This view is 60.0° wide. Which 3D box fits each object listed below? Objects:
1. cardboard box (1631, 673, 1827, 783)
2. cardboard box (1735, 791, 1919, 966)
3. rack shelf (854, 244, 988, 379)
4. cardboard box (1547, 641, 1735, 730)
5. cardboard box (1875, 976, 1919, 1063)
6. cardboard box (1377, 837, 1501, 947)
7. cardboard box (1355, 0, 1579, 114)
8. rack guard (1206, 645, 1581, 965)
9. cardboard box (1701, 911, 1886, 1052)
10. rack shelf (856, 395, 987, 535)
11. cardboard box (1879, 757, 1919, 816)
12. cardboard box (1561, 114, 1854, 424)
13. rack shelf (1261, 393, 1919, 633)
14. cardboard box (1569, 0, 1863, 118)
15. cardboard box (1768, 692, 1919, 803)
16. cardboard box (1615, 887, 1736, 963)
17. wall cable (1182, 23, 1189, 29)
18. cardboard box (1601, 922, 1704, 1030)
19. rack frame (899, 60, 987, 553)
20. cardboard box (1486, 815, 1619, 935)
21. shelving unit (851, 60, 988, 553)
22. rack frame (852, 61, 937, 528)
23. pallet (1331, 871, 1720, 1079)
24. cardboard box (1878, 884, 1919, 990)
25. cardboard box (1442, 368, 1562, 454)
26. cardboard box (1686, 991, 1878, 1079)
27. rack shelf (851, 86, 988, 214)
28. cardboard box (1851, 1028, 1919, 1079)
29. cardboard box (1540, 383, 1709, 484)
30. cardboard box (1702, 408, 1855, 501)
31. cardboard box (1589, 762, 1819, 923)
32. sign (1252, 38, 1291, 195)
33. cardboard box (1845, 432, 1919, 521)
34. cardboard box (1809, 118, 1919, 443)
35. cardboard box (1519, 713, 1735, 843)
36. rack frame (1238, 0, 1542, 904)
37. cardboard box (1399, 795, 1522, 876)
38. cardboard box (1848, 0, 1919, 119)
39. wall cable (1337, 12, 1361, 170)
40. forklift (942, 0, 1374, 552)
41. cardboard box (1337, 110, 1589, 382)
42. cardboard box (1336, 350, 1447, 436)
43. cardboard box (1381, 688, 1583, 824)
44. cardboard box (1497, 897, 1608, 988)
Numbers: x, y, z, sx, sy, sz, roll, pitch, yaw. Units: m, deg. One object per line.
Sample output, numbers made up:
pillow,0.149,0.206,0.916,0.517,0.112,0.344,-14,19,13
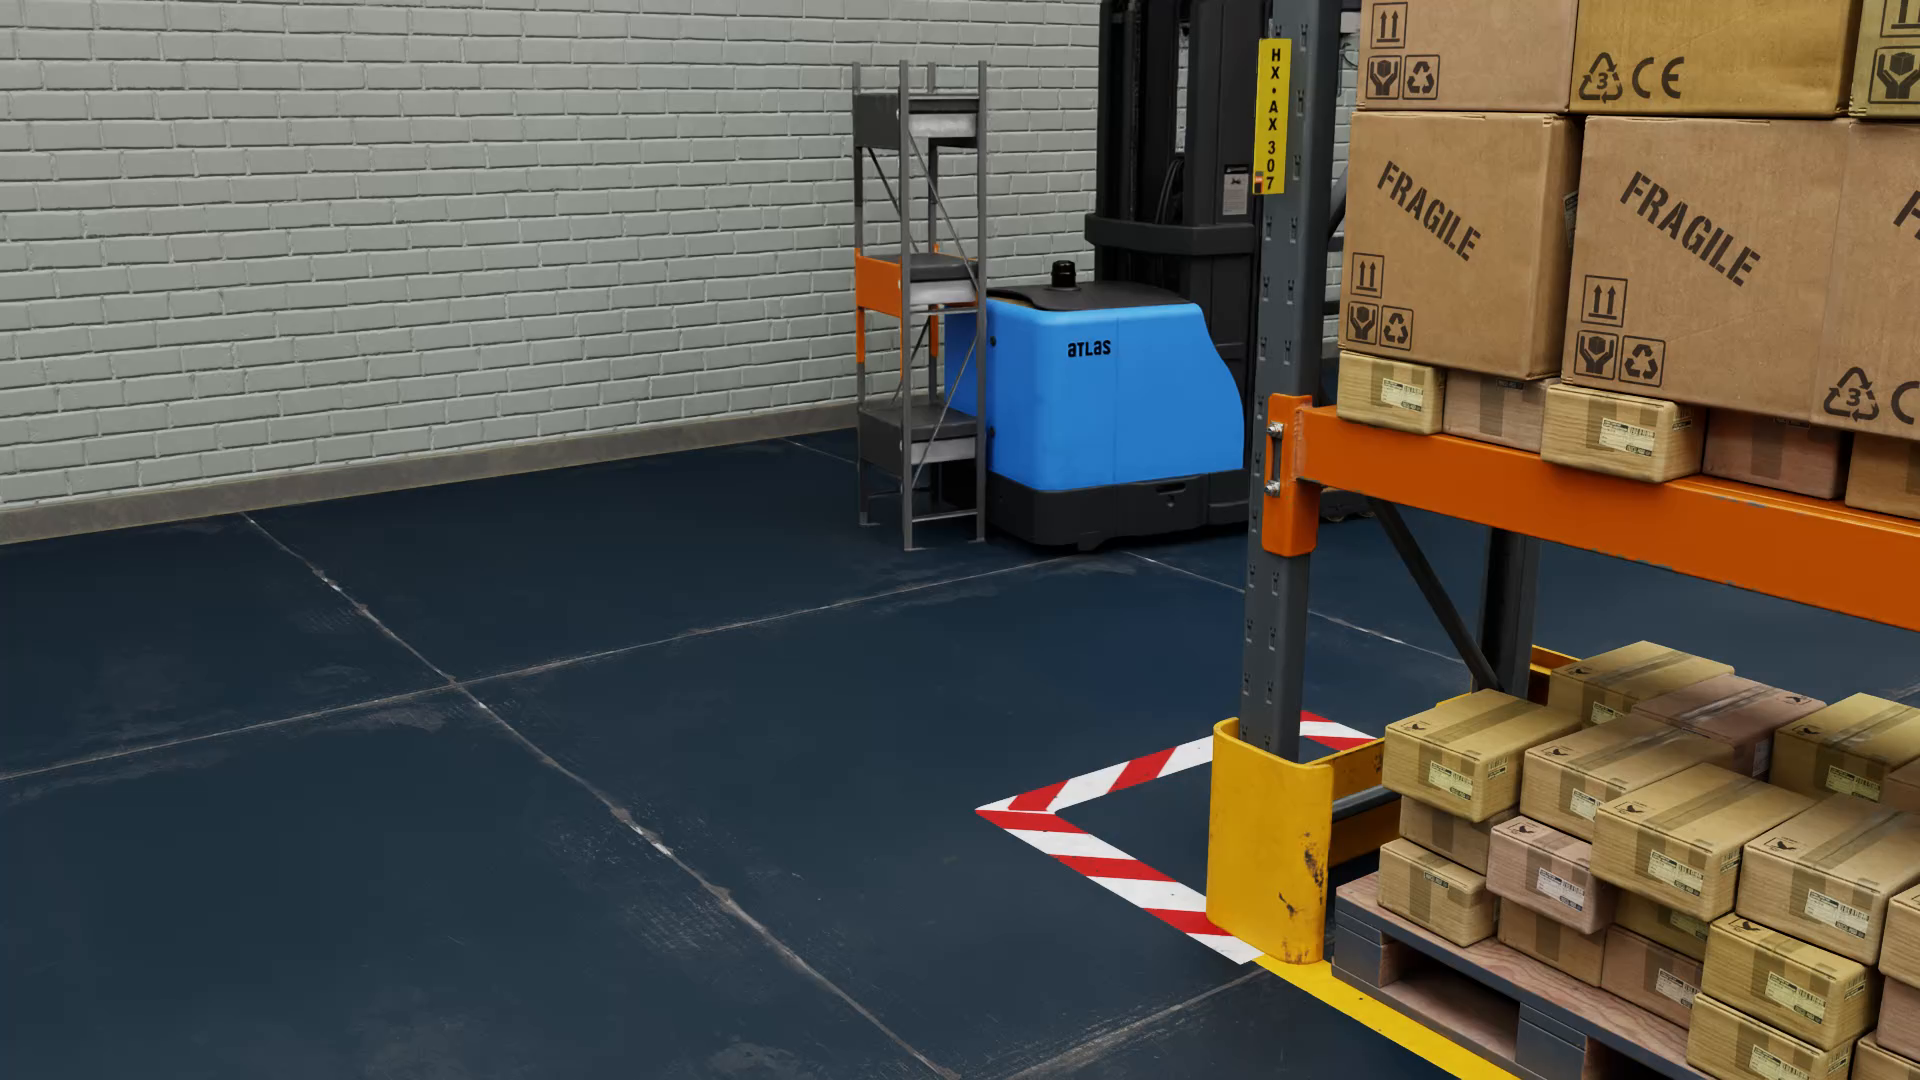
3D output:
cardboard box,1.734,0.440,3.766,0.380,0.149,0.250,-10,18,-33
cardboard box,1.666,0.622,3.099,0.380,0.149,0.250,-12,19,-37
rack shelf,-0.179,-1.026,7.399,0.431,0.518,0.480,-8,17,-26
cardboard box,1.633,0.377,3.994,0.380,0.149,0.250,-11,19,-34
cardboard box,1.844,0.818,2.947,0.380,0.149,0.250,-12,19,-37
cardboard box,1.165,0.752,3.752,0.380,0.149,0.250,-10,18,-33
cardboard box,1.166,-1.119,3.336,0.500,0.500,0.500,-11,19,-35
rack guard,1.161,0.640,4.292,1.175,0.500,0.348,-11,19,-35
cardboard box,1.611,0.776,3.100,0.380,0.149,0.250,-10,18,-33
rack shelf,-0.179,-0.351,7.584,0.431,0.518,0.480,-8,17,-26
cardboard box,2.090,0.540,3.398,0.380,0.149,0.250,-12,19,-37
cardboard box,1.492,-0.525,3.059,0.500,0.500,0.500,-11,19,-34
rack shelf,2.292,0.192,2.556,1.077,0.370,4.000,-11,19,-35
cardboard box,1.467,-1.012,2.946,0.500,0.500,0.500,-10,18,-33
cardboard box,1.989,0.475,3.636,0.380,0.149,0.250,-11,19,-36
cardboard box,1.548,0.704,3.362,0.380,0.149,0.250,-11,19,-34
wall cable,1.727,-3.078,11.155,0.585,1.953,0.123,-11,19,-35
cardboard box,1.537,0.847,3.404,0.380,0.149,0.250,-11,19,-34
rack frame,-0.068,-0.982,7.186,0.400,2.100,0.015,-8,17,-26
cardboard box,1.332,0.666,3.503,0.380,0.149,0.250,-11,19,-35
shelving unit,-0.179,-1.039,7.395,0.431,2.100,0.503,-8,17,-26
rack frame,-0.289,-1.097,7.605,0.400,2.100,0.015,-8,17,-26
pallet,1.610,0.958,3.676,1.003,0.211,1.213,-11,19,-35
cardboard box,1.822,0.683,2.878,0.380,0.149,0.250,-10,18,-32
cardboard box,1.225,-0.293,3.440,0.380,0.149,0.250,-10,18,-33
cardboard box,1.599,0.919,3.142,0.380,0.149,0.250,-11,19,-34
rack shelf,-0.179,-1.701,7.214,0.431,0.518,0.480,-8,17,-26
cardboard box,1.826,0.958,2.997,0.380,0.149,0.250,-11,19,-34
cardboard box,1.340,-0.227,3.200,0.380,0.149,0.250,-12,19,-36
cardboard box,1.603,-0.193,3.076,0.380,0.149,0.250,-10,18,-32
cardboard box,1.454,0.582,3.246,0.380,0.149,0.250,-11,19,-35
sign,0.678,-0.915,3.599,0.100,0.325,0.005,-11,19,-35
cardboard box,1.743,-0.131,2.850,0.380,0.149,0.250,-11,19,-35
cardboard box,1.770,-0.418,2.669,0.500,0.500,0.500,-11,19,-34
cardboard box,1.409,0.508,3.515,0.380,0.149,0.250,-10,18,-34
rack frame,1.116,-0.582,4.021,1.000,3.000,0.127,-11,19,-35
cardboard box,1.217,0.599,3.748,0.380,0.149,0.250,-10,18,-32
cardboard box,1.755,-0.898,2.527,0.500,0.500,0.500,-11,19,-36
wall cable,2.867,-3.285,11.972,0.588,1.984,0.122,-11,19,-35
forklift,1.462,-1.614,7.920,3.031,2.935,1.130,-8,17,-26
cardboard box,1.157,-0.635,3.462,0.500,0.500,0.500,-10,18,-32
cardboard box,1.042,-0.341,3.616,0.380,0.149,0.250,-11,19,-35
cardboard box,1.150,0.468,3.662,0.380,0.149,0.250,-12,19,-37
cardboard box,1.386,0.795,3.594,0.380,0.149,0.250,-11,19,-35
